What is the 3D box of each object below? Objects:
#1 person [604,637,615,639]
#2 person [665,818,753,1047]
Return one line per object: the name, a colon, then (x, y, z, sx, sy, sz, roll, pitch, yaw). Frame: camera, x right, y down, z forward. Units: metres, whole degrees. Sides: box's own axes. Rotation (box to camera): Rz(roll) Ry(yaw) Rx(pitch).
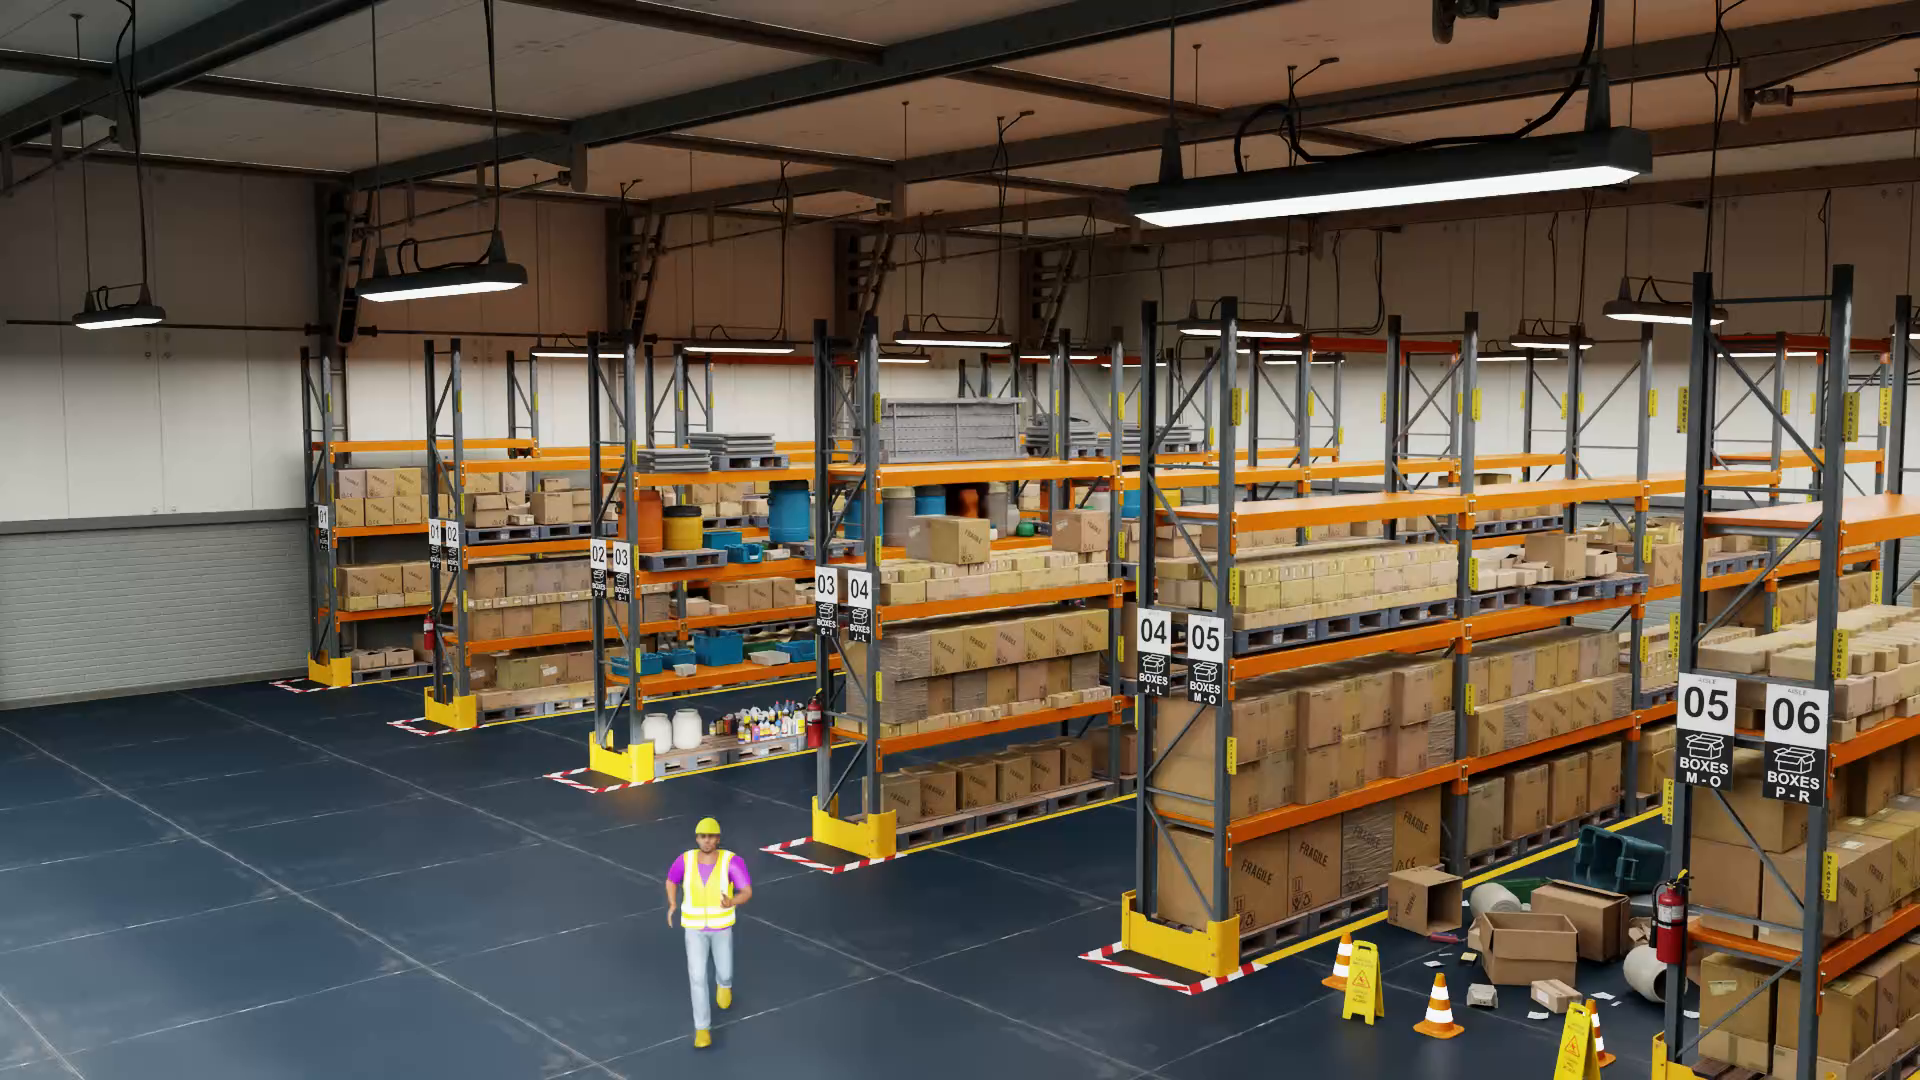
person: (-6.347, 1.595, 30.467, 0.673, 1.755, 0.944, 4, 7, 39)
person: (-2.029, 3.107, 13.430, 0.713, 1.747, 0.931, 0, 5, -5)
